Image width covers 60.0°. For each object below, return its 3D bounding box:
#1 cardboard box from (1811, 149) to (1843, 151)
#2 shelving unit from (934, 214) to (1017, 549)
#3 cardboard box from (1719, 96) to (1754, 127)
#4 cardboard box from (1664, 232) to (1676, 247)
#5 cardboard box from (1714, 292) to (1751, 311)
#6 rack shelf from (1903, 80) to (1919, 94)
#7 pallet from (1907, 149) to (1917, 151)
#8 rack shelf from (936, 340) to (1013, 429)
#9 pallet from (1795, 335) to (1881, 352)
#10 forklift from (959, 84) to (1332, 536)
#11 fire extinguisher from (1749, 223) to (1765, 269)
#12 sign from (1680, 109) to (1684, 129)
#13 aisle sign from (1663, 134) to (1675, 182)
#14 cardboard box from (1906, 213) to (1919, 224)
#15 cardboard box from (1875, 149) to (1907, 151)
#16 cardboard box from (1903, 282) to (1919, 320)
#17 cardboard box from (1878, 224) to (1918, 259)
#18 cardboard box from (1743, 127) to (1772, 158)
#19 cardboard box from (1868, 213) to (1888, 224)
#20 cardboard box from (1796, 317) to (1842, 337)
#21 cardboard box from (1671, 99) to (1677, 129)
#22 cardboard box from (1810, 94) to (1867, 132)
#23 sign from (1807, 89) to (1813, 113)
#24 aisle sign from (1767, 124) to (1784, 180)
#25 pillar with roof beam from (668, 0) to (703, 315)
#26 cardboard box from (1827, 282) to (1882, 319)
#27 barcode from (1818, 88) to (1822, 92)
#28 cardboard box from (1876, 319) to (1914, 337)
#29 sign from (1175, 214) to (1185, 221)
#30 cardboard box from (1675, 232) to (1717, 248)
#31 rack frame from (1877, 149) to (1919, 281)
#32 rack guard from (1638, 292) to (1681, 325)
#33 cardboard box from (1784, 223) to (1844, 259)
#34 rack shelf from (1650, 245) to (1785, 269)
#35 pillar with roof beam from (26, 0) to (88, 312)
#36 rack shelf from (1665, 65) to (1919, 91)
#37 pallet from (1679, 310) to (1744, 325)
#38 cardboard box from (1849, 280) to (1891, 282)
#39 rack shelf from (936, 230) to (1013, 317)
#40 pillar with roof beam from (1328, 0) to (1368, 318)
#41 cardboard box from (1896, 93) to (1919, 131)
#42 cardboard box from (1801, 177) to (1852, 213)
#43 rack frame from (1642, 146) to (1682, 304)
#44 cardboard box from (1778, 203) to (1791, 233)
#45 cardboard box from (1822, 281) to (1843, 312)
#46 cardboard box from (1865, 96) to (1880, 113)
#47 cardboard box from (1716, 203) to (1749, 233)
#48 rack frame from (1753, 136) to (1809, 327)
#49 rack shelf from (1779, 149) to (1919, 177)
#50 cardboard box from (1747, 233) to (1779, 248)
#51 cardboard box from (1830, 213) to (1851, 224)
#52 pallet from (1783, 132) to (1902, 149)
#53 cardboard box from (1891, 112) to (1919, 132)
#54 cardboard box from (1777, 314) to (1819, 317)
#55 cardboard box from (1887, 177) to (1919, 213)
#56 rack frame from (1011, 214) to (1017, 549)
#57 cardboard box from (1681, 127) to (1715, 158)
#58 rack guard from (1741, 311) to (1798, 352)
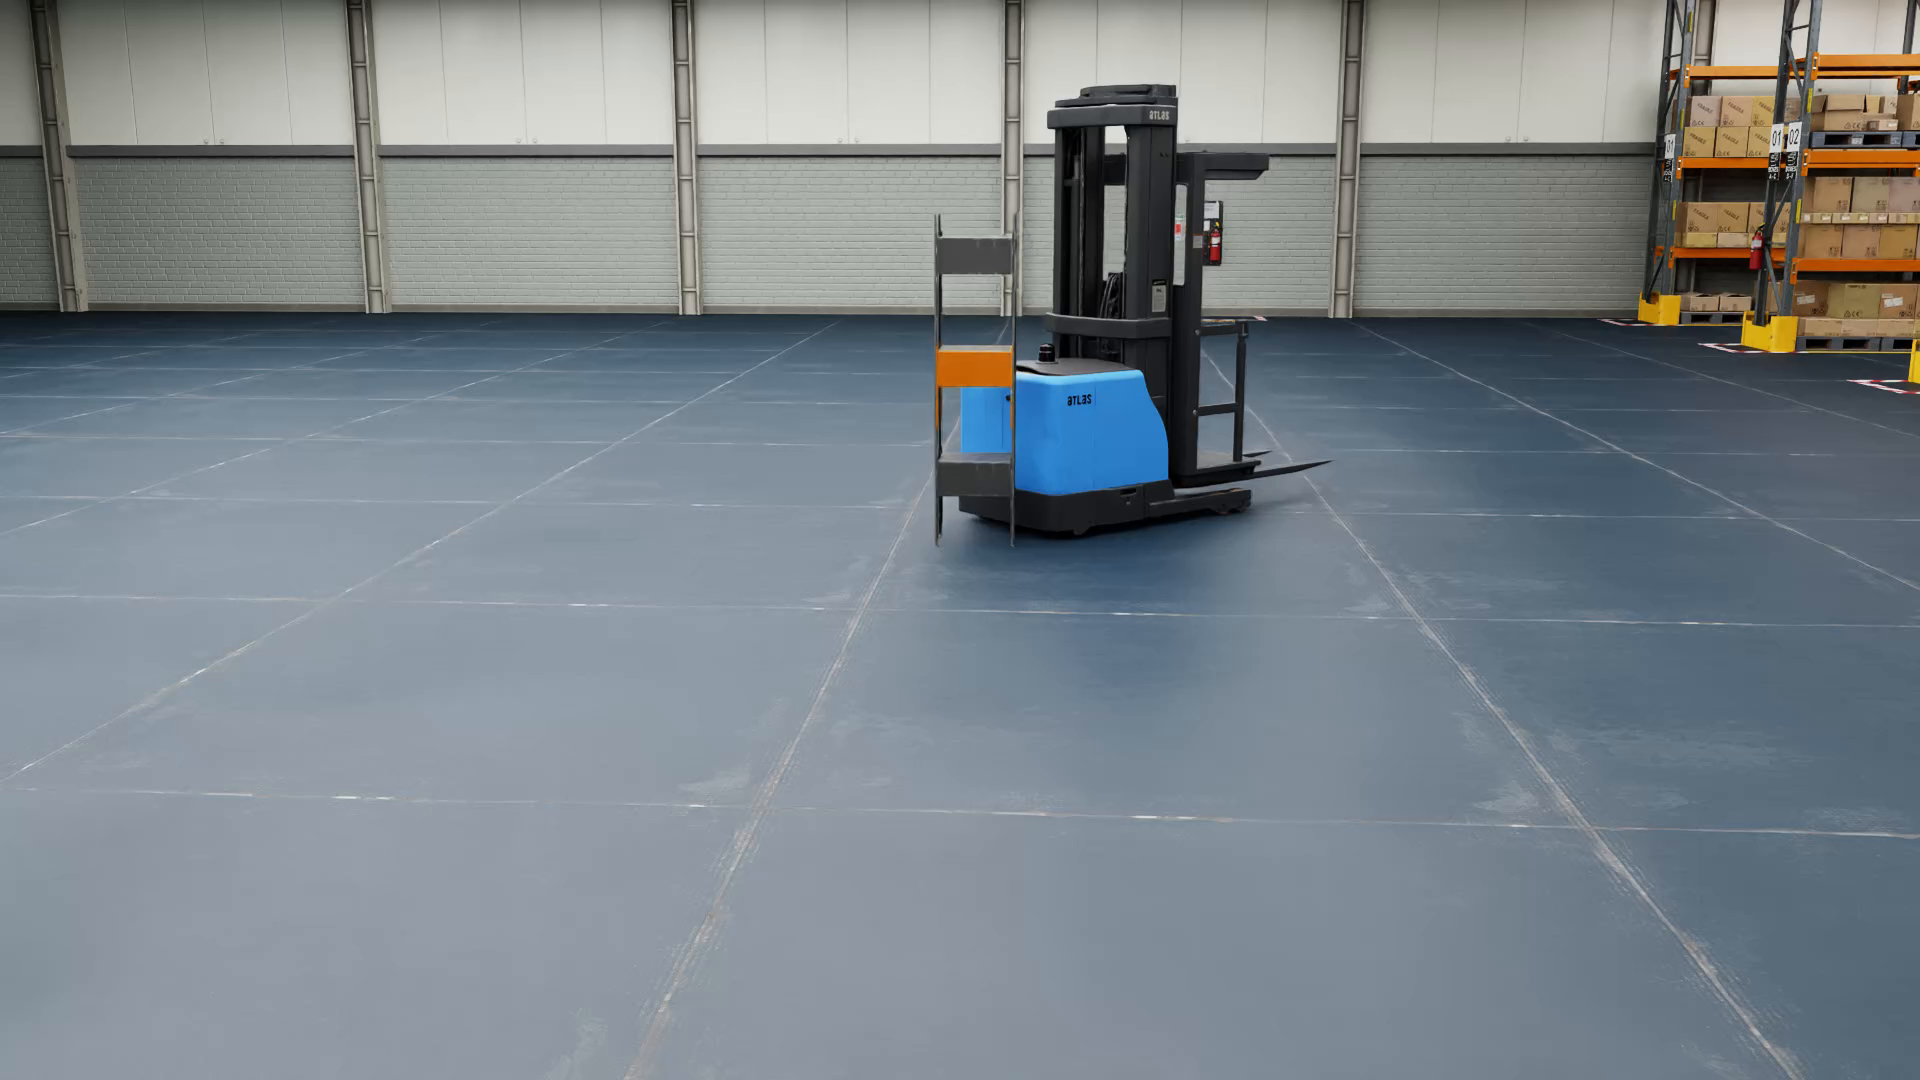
[{"bbox_3d":[14.582,-6.727,28.133,0.500,0.500,0.500,0,12,2],"label":"cardboard box"},{"bbox_3d":[0.102,-1.015,10.639,0.503,2.100,0.431,1,12,3],"label":"shelving unit"},{"bbox_3d":[13.036,-7.234,28.111,0.500,0.500,0.500,1,12,3],"label":"cardboard box"},{"bbox_3d":[12.650,-5.259,29.050,0.500,0.250,0.500,1,12,5],"label":"cardboard box"},{"bbox_3d":[13.424,-4.153,28.937,0.500,0.311,0.500,2,12,8],"label":"cardboard box"},{"bbox_3d":[18.157,-7.596,27.985,4.000,0.370,1.077,1,12,4],"label":"rack shelf"},{"bbox_3d":[16.770,-6.581,28.184,1.003,0.211,1.213,1,12,4],"label":"pallet"},{"bbox_3d":[0.102,-1.001,10.642,0.480,0.518,0.431,1,12,3],"label":"rack shelf"},{"bbox_3d":[12.609,-2.911,24.316,1.213,0.211,1.003,1,12,4],"label":"pallet"},{"bbox_3d":[1.460,-1.686,11.817,3.031,2.935,1.130,-9,15,-38],"label":"forklift"},{"bbox_3d":[11.756,-4.336,24.509,0.183,0.674,0.296,1,12,4],"label":"fire extinguisher"},{"bbox_3d":[12.134,-7.074,27.951,0.005,0.325,0.100,1,12,4],"label":"sign"},{"bbox_3d":[12.079,-6.501,28.323,0.004,0.787,0.394,1,12,4],"label":"aisle sign"},{"bbox_3d":[13.506,-4.577,23.644,0.250,0.149,0.380,1,12,3],"label":"cardboard box"},{"bbox_3d":[15.639,-6.718,28.088,0.500,0.500,0.500,1,12,5],"label":"cardboard box"},{"bbox_3d":[13.860,-3.430,23.848,0.500,0.500,0.500,1,12,4],"label":"cardboard box"},{"bbox_3d":[13.327,-4.303,23.918,0.500,0.500,0.700,1,12,4],"label":"cardboard box"},{"bbox_3d":[13.539,-6.740,28.192,0.500,0.500,0.500,1,12,6],"label":"cardboard box"},{"bbox_3d":[12.984,-4.584,23.676,0.250,0.149,0.380,1,12,3],"label":"cardboard box"},{"bbox_3d":[12.363,-3.084,24.026,0.500,0.250,0.500,1,12,4],"label":"cardboard box"},{"bbox_3d":[12.618,-7.353,28.683,0.500,0.500,0.500,1,12,6],"label":"cardboard box"},{"bbox_3d":[12.416,-6.061,23.623,0.637,0.503,0.797,2,12,8],"label":"cardboard box"},{"bbox_3d":[11.800,-6.099,23.093,0.005,0.325,0.100,1,12,4],"label":"sign"},{"bbox_3d":[11.797,-5.611,24.064,0.004,0.787,0.394,1,12,4],"label":"aisle sign"},{"bbox_3d":[-5.321,-7.760,26.035,0.400,9.000,9.100,1,12,4],"label":"pillar with roof beam"},{"bbox_3d":[12.862,-3.445,23.918,0.500,0.500,0.500,1,12,4],"label":"cardboard box"},{"bbox_3d":[14.803,-7.740,28.625,0.075,0.075,0.001,1,12,4],"label":"barcode"},{"bbox_3d":[13.361,-3.071,23.963,0.500,0.250,0.500,1,12,4],"label":"cardboard box"},{"bbox_3d":[3.936,-5.884,30.338,0.331,0.109,0.001,1,12,4],"label":"sign"},{"bbox_3d":[12.636,-5.154,28.549,0.500,0.250,0.500,0,12,2],"label":"cardboard box"},{"bbox_3d":[16.162,-5.235,28.616,0.127,3.000,1.000,1,12,4],"label":"rack frame"},{"bbox_3d":[12.246,-4.065,29.128,0.348,0.500,1.175,1,12,4],"label":"rack guard"},{"bbox_3d":[12.308,-4.317,23.986,0.500,0.500,0.700,1,12,4],"label":"cardboard box"},{"bbox_3d":[14.166,-4.910,28.820,4.000,0.370,1.077,1,12,4],"label":"rack shelf"},{"bbox_3d":[-17.294,-7.924,26.820,0.400,9.000,9.100,1,12,4],"label":"pillar with roof beam"},{"bbox_3d":[14.166,-7.845,28.206,4.000,0.370,1.077,1,12,4],"label":"rack shelf"},{"bbox_3d":[13.055,-3.905,29.070,1.213,0.211,1.003,1,12,4],"label":"pallet"},{"bbox_3d":[13.397,-3.547,24.406,0.500,0.500,0.500,1,12,4],"label":"cardboard box"},{"bbox_3d":[0.102,-1.686,10.499,0.480,0.518,0.431,1,12,3],"label":"rack shelf"},{"bbox_3d":[6.652,-7.595,25.250,0.400,9.000,9.100,1,12,4],"label":"pillar with roof beam"},{"bbox_3d":[13.482,-5.990,23.289,0.500,0.500,0.500,1,12,4],"label":"cardboard box"},{"bbox_3d":[12.361,-4.951,23.850,0.500,0.500,0.700,1,12,4],"label":"cardboard box"},{"bbox_3d":[12.171,-5.289,28.877,0.127,3.000,1.000,1,12,4],"label":"rack frame"},{"bbox_3d":[14.150,-5.503,28.385,0.500,0.500,0.500,1,12,6],"label":"cardboard box"},{"bbox_3d":[15.123,-4.232,28.856,0.500,0.500,0.500,0,12,-1],"label":"cardboard box"},{"bbox_3d":[15.093,-7.208,27.988,0.500,0.500,0.500,1,12,7],"label":"cardboard box"},{"bbox_3d":[13.119,-5.516,28.447,0.500,0.500,0.500,1,12,4],"label":"cardboard box"},{"bbox_3d":[11.843,-4.277,24.039,0.127,3.000,1.000,1,12,4],"label":"rack frame"},{"bbox_3d":[13.839,-5.366,23.675,4.000,0.370,1.077,1,12,4],"label":"rack shelf"},{"bbox_3d":[13.663,-5.142,28.490,0.500,0.250,0.500,1,12,3],"label":"cardboard box"},{"bbox_3d":[12.484,-4.591,23.712,0.250,0.149,0.380,0,12,2],"label":"cardboard box"},{"bbox_3d":[12.547,-5.687,23.670,1.213,0.211,1.003,1,12,4],"label":"pallet"},{"bbox_3d":[13.565,-6.006,23.830,0.500,0.311,0.500,2,12,10],"label":"cardboard box"},{"bbox_3d":[12.398,-3.190,24.531,0.500,0.250,0.500,1,12,4],"label":"cardboard box"},{"bbox_3d":[13.389,-4.939,23.789,0.500,0.500,0.700,1,12,4],"label":"cardboard box"},{"bbox_3d":[0.345,-1.011,10.625,0.015,2.100,0.400,1,12,3],"label":"rack frame"},{"bbox_3d":[12.487,-6.761,28.292,0.500,0.500,0.500,1,12,5],"label":"cardboard box"},{"bbox_3d":[11.819,-3.054,24.297,0.348,0.500,1.175,1,12,4],"label":"rack guard"}]
